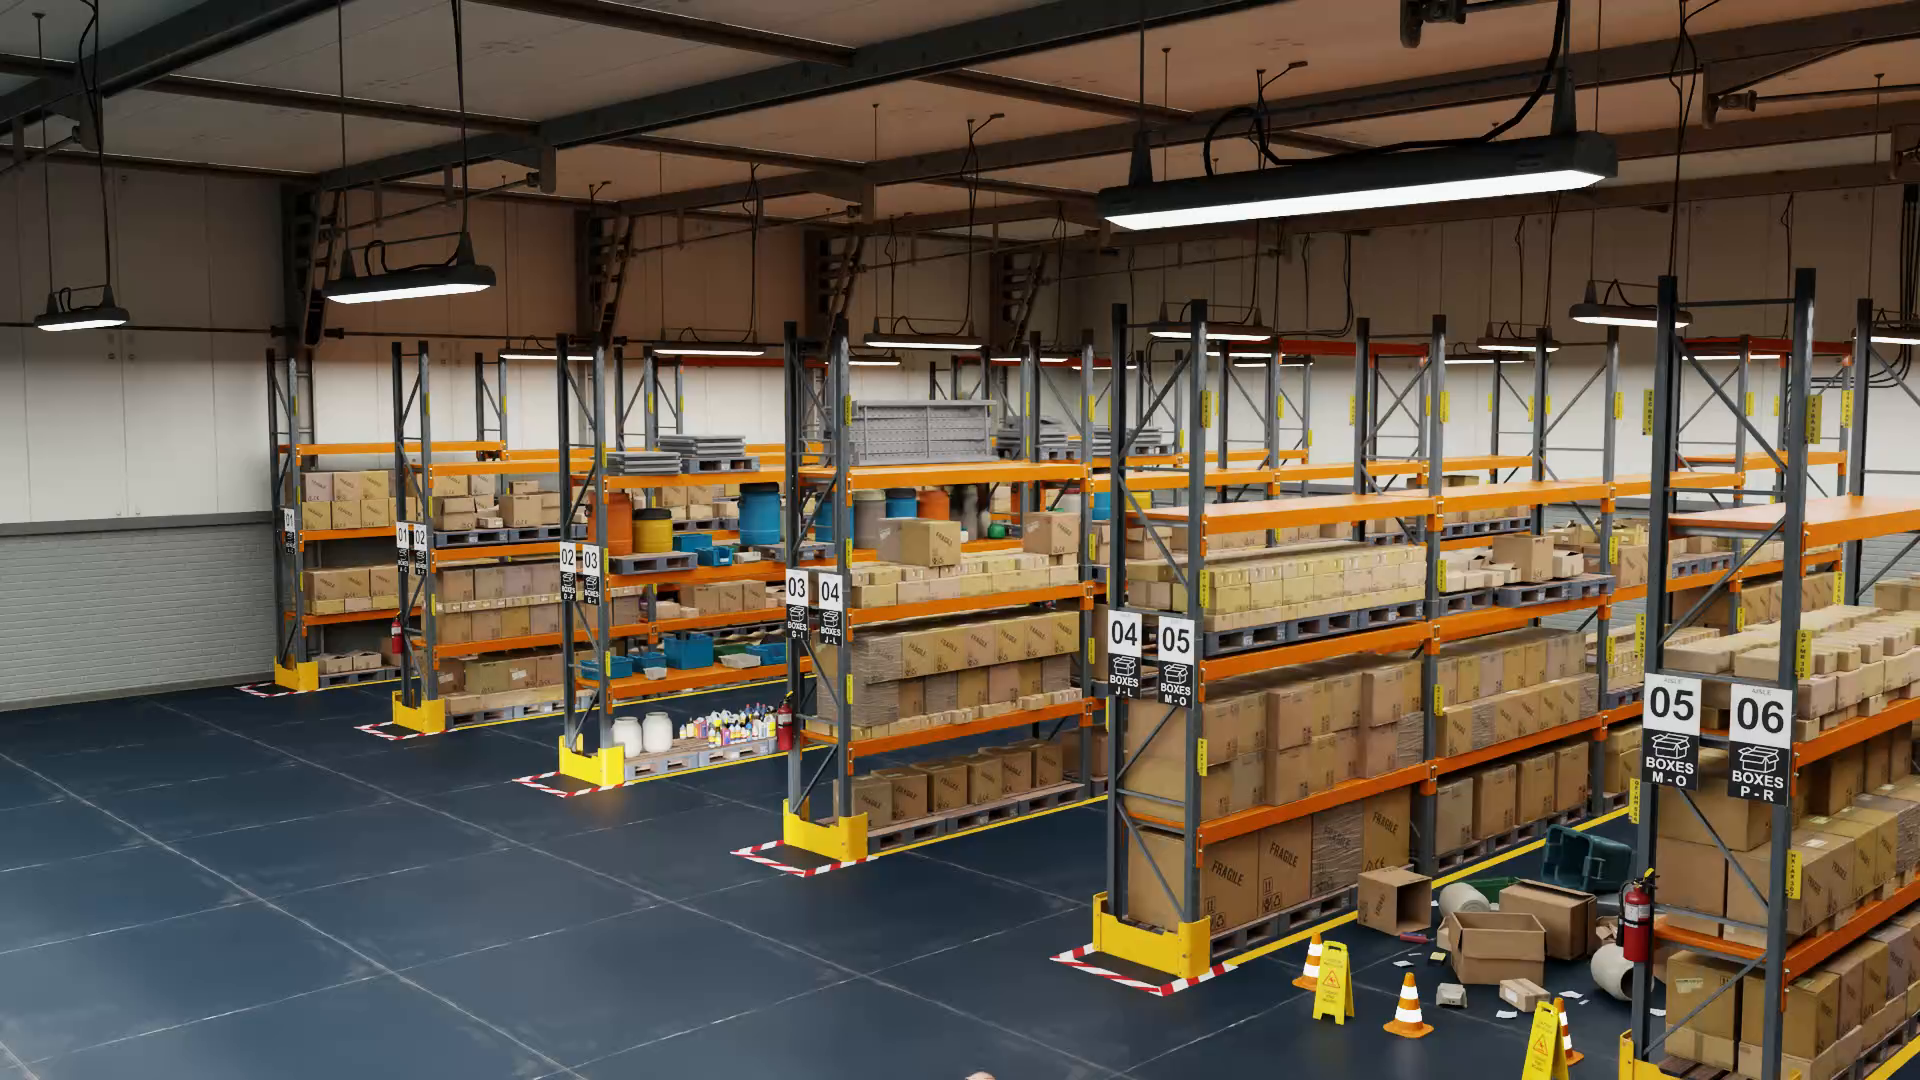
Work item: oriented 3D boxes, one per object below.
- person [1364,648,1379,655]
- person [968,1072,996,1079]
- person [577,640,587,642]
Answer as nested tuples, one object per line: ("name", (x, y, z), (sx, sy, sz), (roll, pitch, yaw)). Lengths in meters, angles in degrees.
("person", (5.864, 2.233, 23.788), (0.669, 1.749, 0.583), (5, 7, 43))
("person", (0.110, 3.574, 8.463), (0.645, 1.794, 0.808), (0, 5, 2))
("person", (-6.830, 1.689, 30.132), (0.690, 1.721, 0.597), (4, 6, 37))
